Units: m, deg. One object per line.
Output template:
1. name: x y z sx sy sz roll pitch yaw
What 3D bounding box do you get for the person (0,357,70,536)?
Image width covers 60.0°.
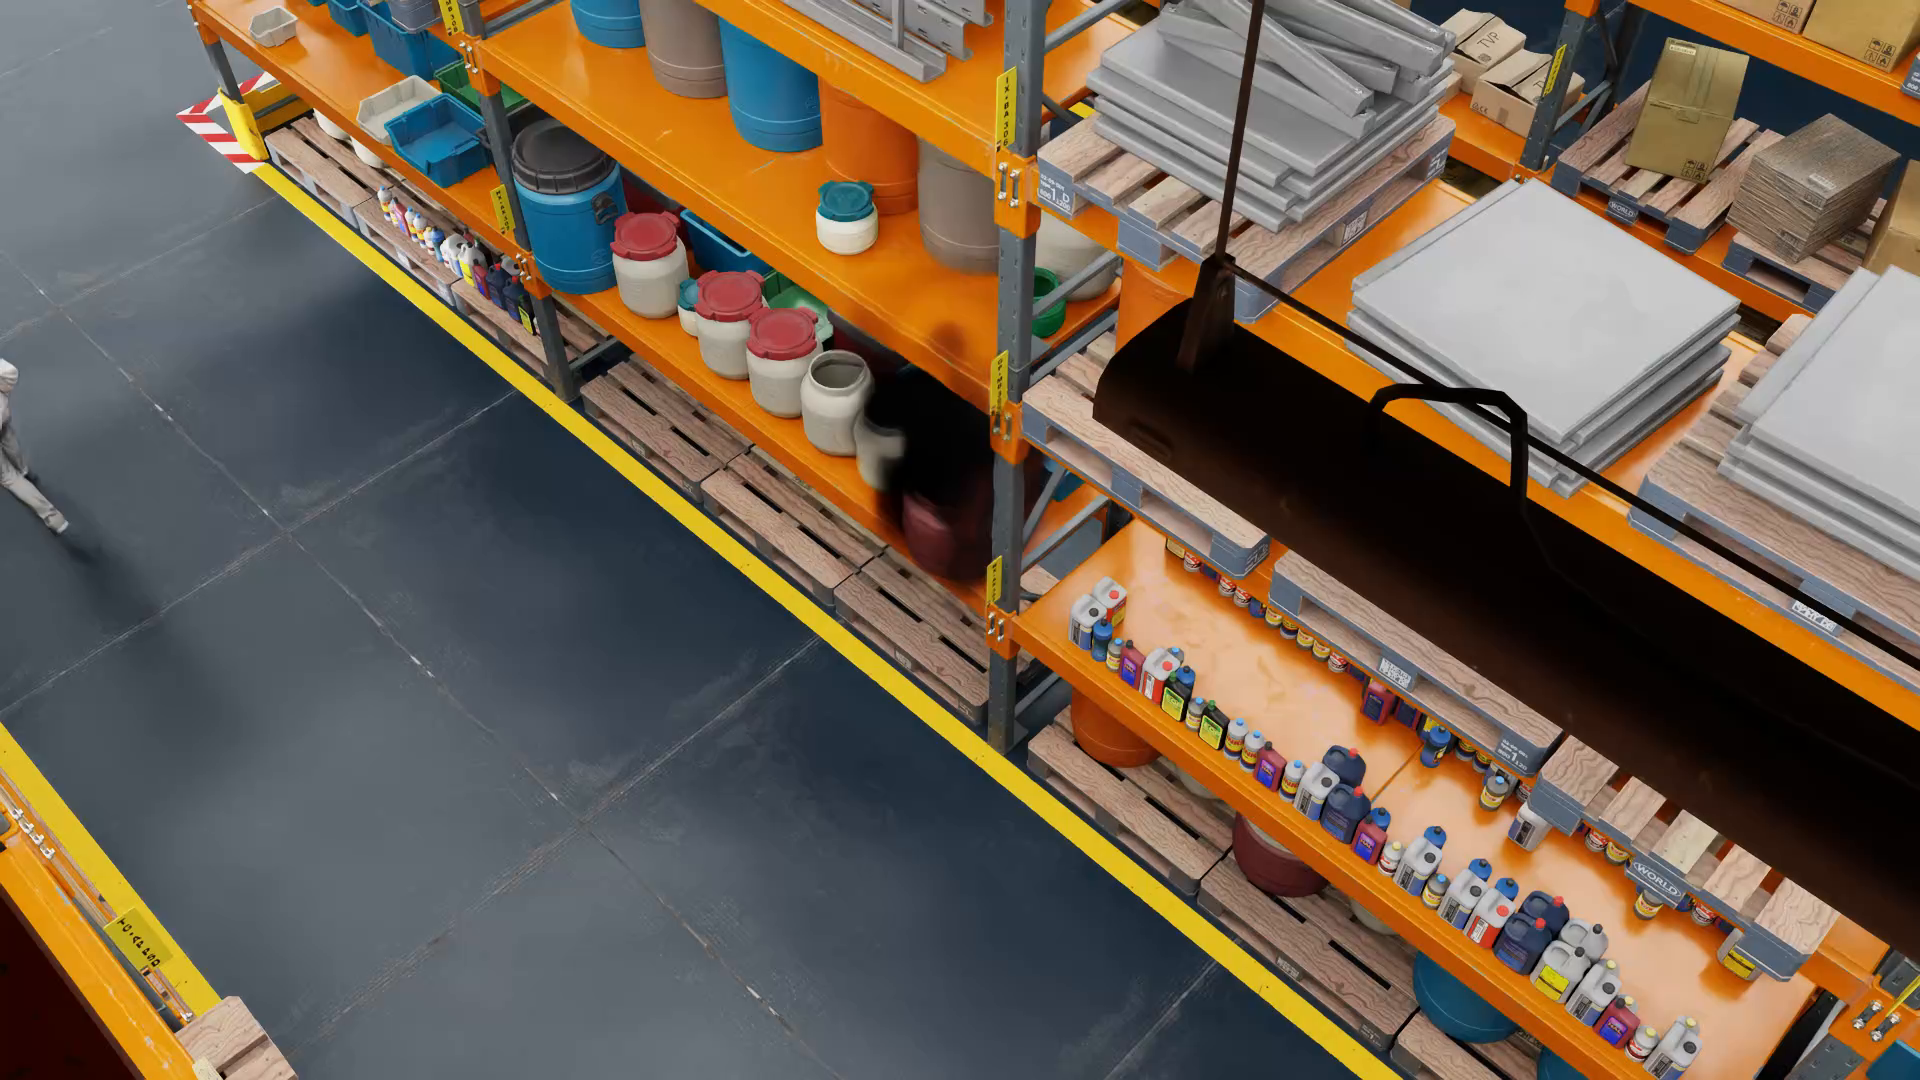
1. person: -5.820 -0.690 9.884 1.050 1.723 0.580 32 57 24
